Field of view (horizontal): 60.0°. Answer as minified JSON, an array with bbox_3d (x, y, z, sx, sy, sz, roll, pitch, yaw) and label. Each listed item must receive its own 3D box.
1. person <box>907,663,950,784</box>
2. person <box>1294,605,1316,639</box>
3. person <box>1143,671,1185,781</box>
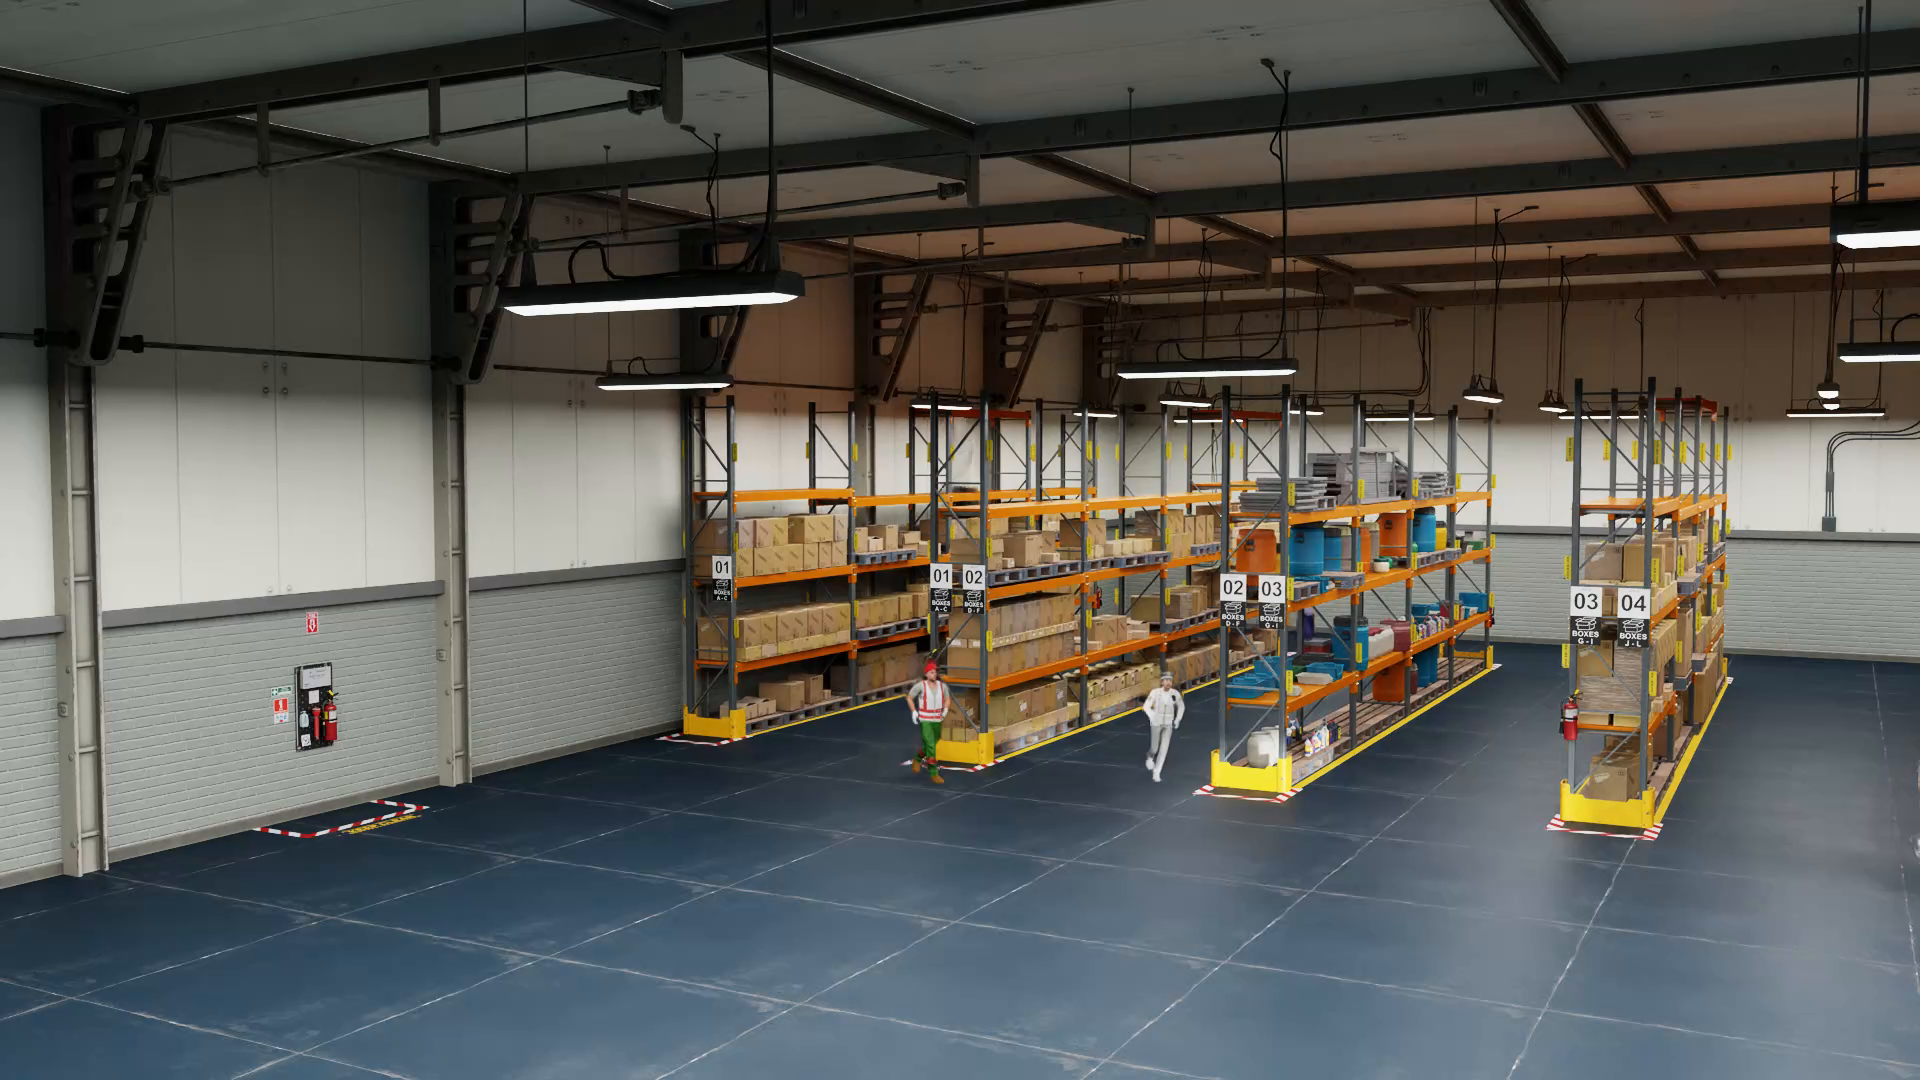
[{"bbox_3d":[-0.432,2.747,25.267,0.655,1.763,0.990,-2,3,-28],"label":"person"},{"bbox_3d":[8.696,2.026,41.838,0.592,1.625,0.907,-1,3,-24],"label":"person"},{"bbox_3d":[3.149,2.845,25.620,0.650,1.686,0.653,0,3,-1],"label":"person"}]
